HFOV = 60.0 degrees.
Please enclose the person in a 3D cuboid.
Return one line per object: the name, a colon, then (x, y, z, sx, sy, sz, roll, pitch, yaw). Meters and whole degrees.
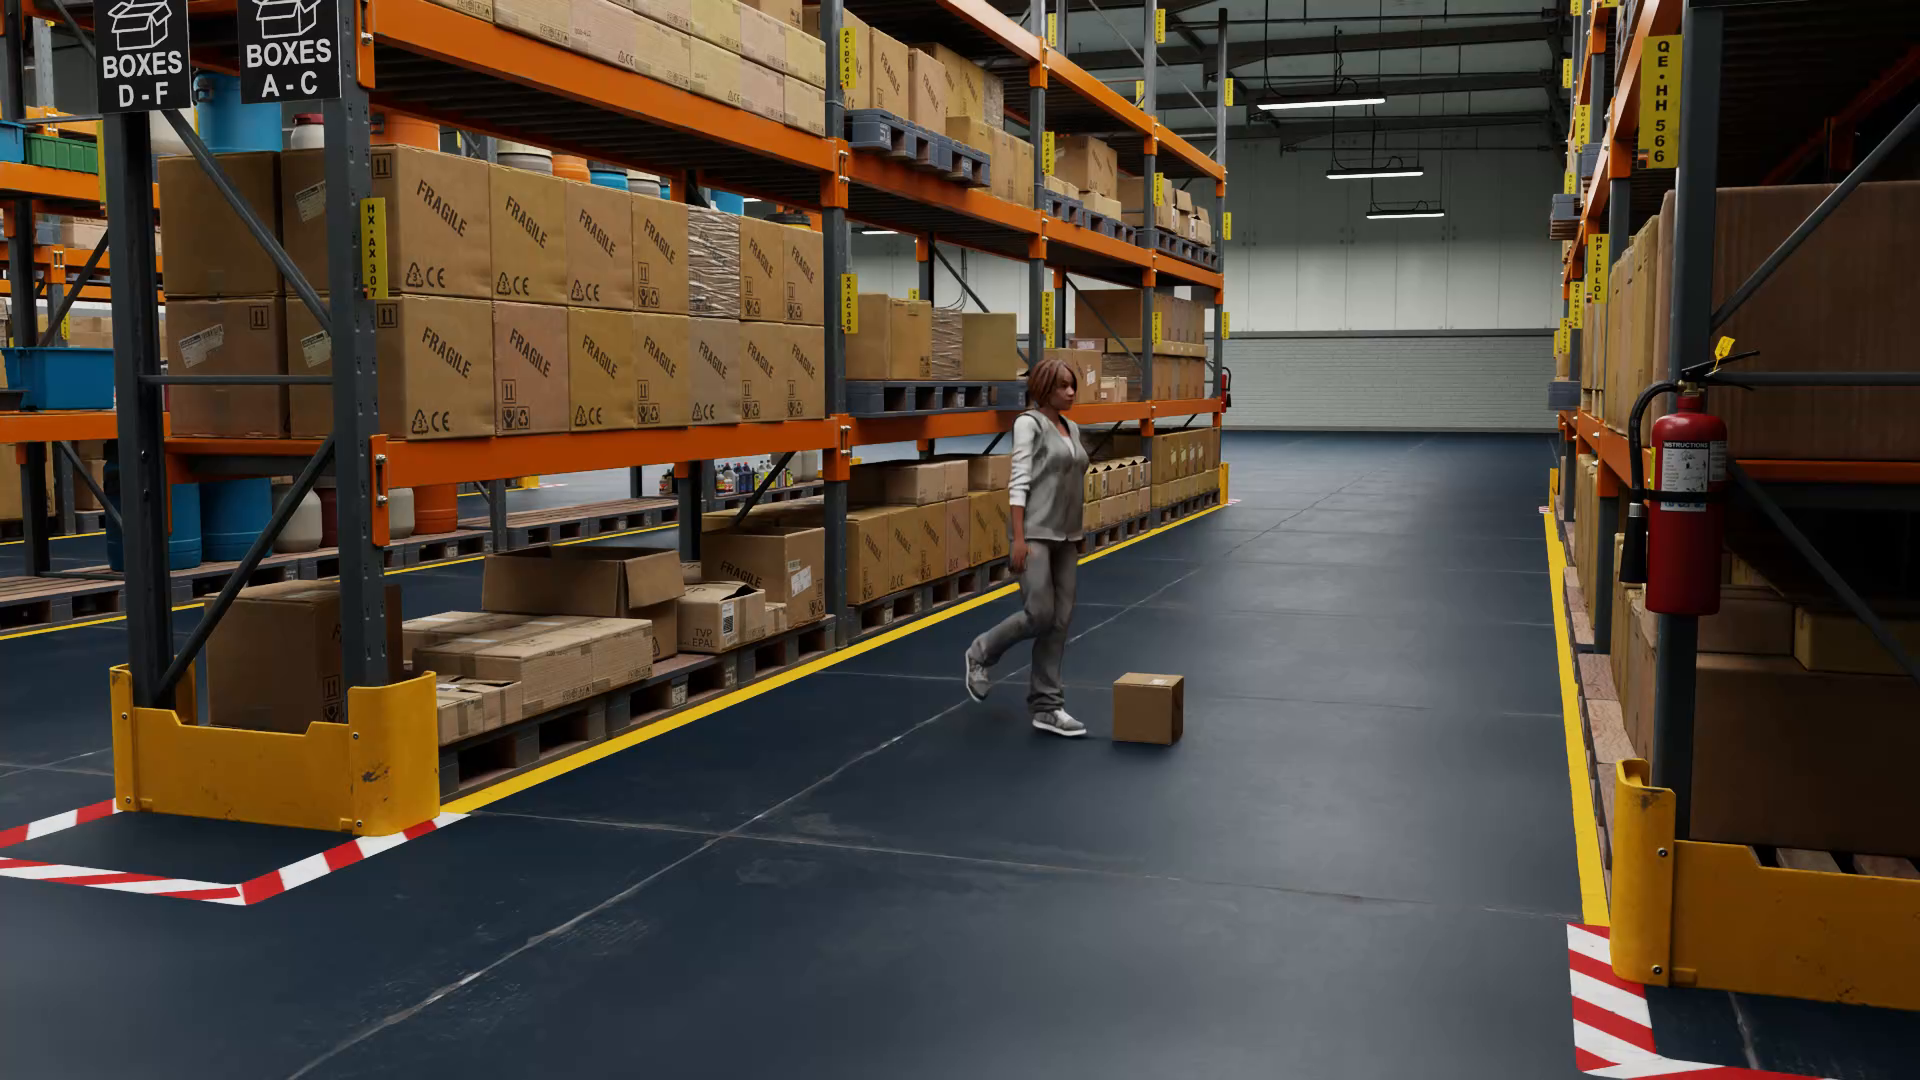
person: (0.323, 0.017, 7.173, 0.610, 1.600, 0.459, 5, 7, 41)
